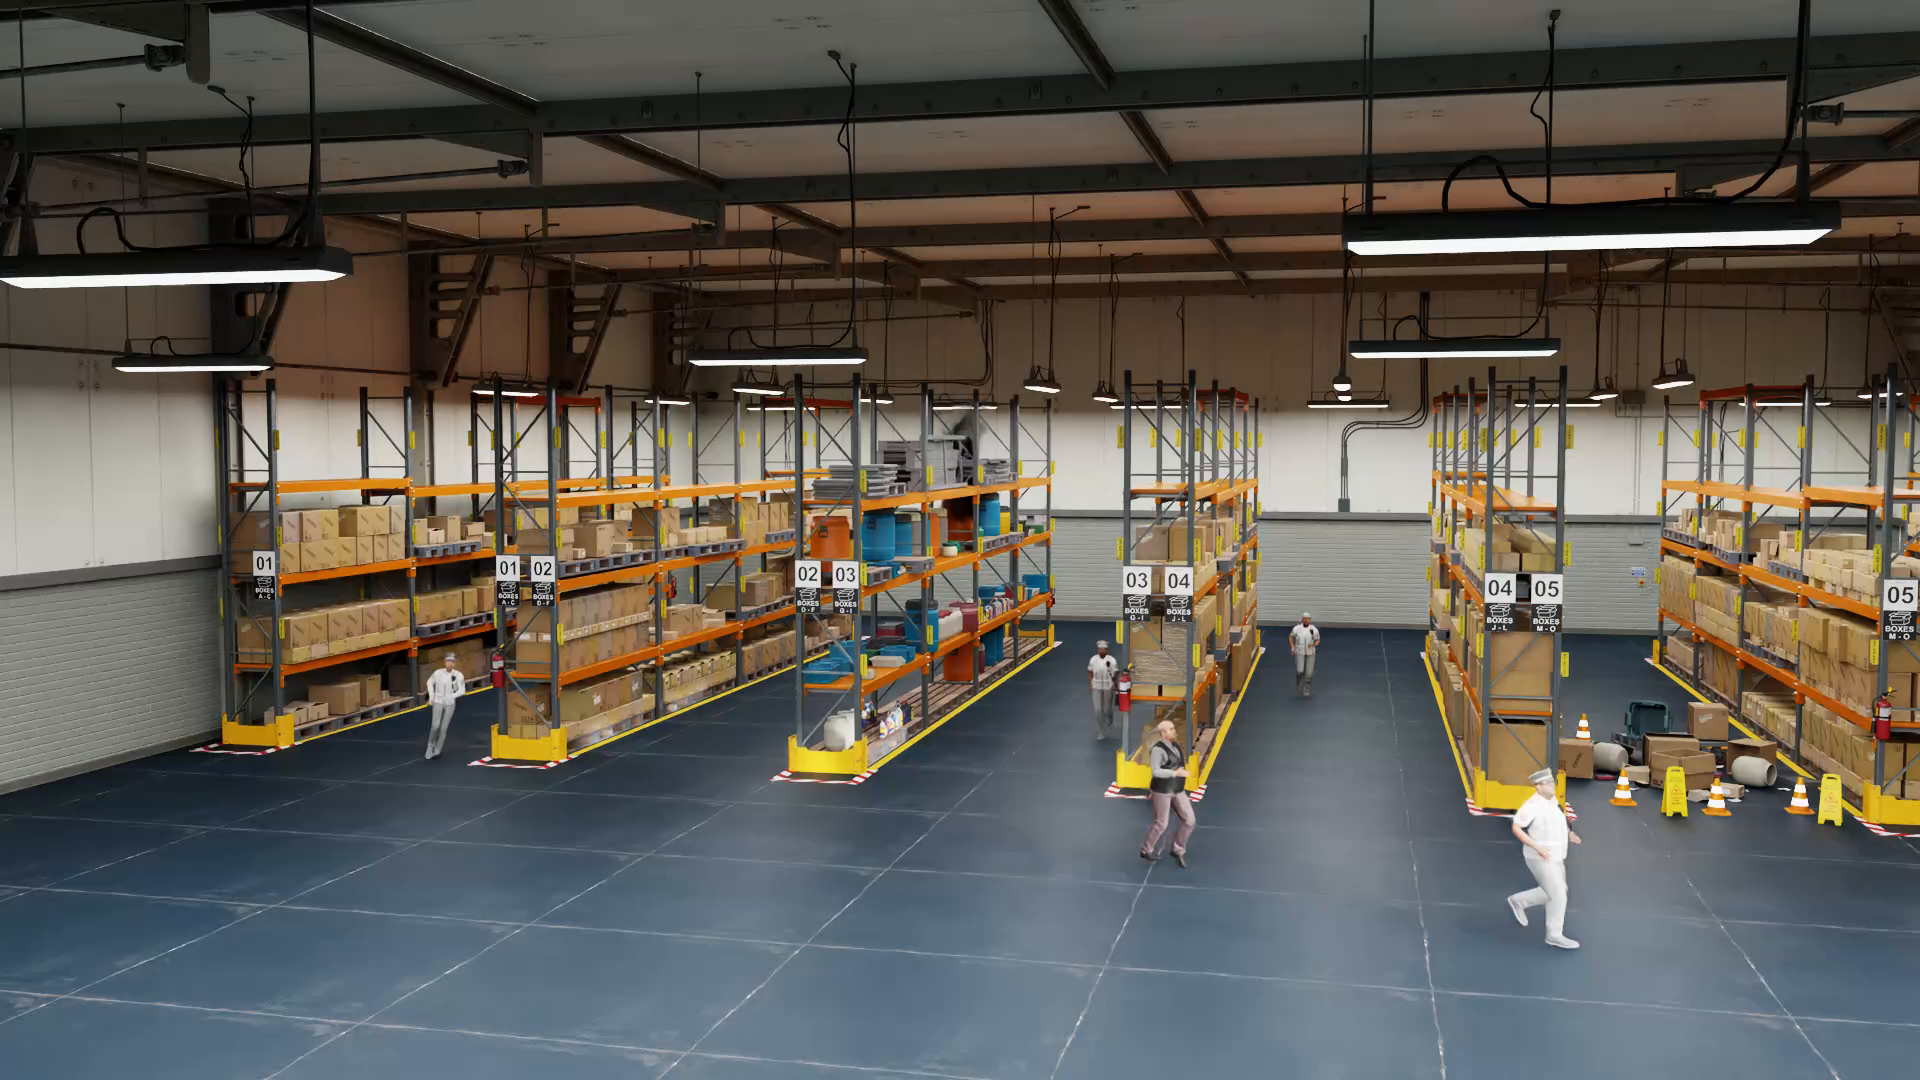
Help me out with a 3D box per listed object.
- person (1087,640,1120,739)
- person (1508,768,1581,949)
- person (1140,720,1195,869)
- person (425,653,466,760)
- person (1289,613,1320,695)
[{"bbox_3d":[2.425,2.500,28.138,0.557,1.655,0.695,1,3,11],"label":"person"},{"bbox_3d":[5.802,3.131,16.579,0.674,1.745,0.813,-3,5,-44],"label":"person"},{"bbox_3d":[2.435,2.906,19.434,0.756,1.607,0.635,3,5,43],"label":"person"},{"bbox_3d":[-8.110,2.611,26.181,0.633,1.684,0.612,-1,4,-16],"label":"person"},{"bbox_3d":[6.739,2.234,32.492,0.592,1.629,0.583,0,3,8],"label":"person"}]
